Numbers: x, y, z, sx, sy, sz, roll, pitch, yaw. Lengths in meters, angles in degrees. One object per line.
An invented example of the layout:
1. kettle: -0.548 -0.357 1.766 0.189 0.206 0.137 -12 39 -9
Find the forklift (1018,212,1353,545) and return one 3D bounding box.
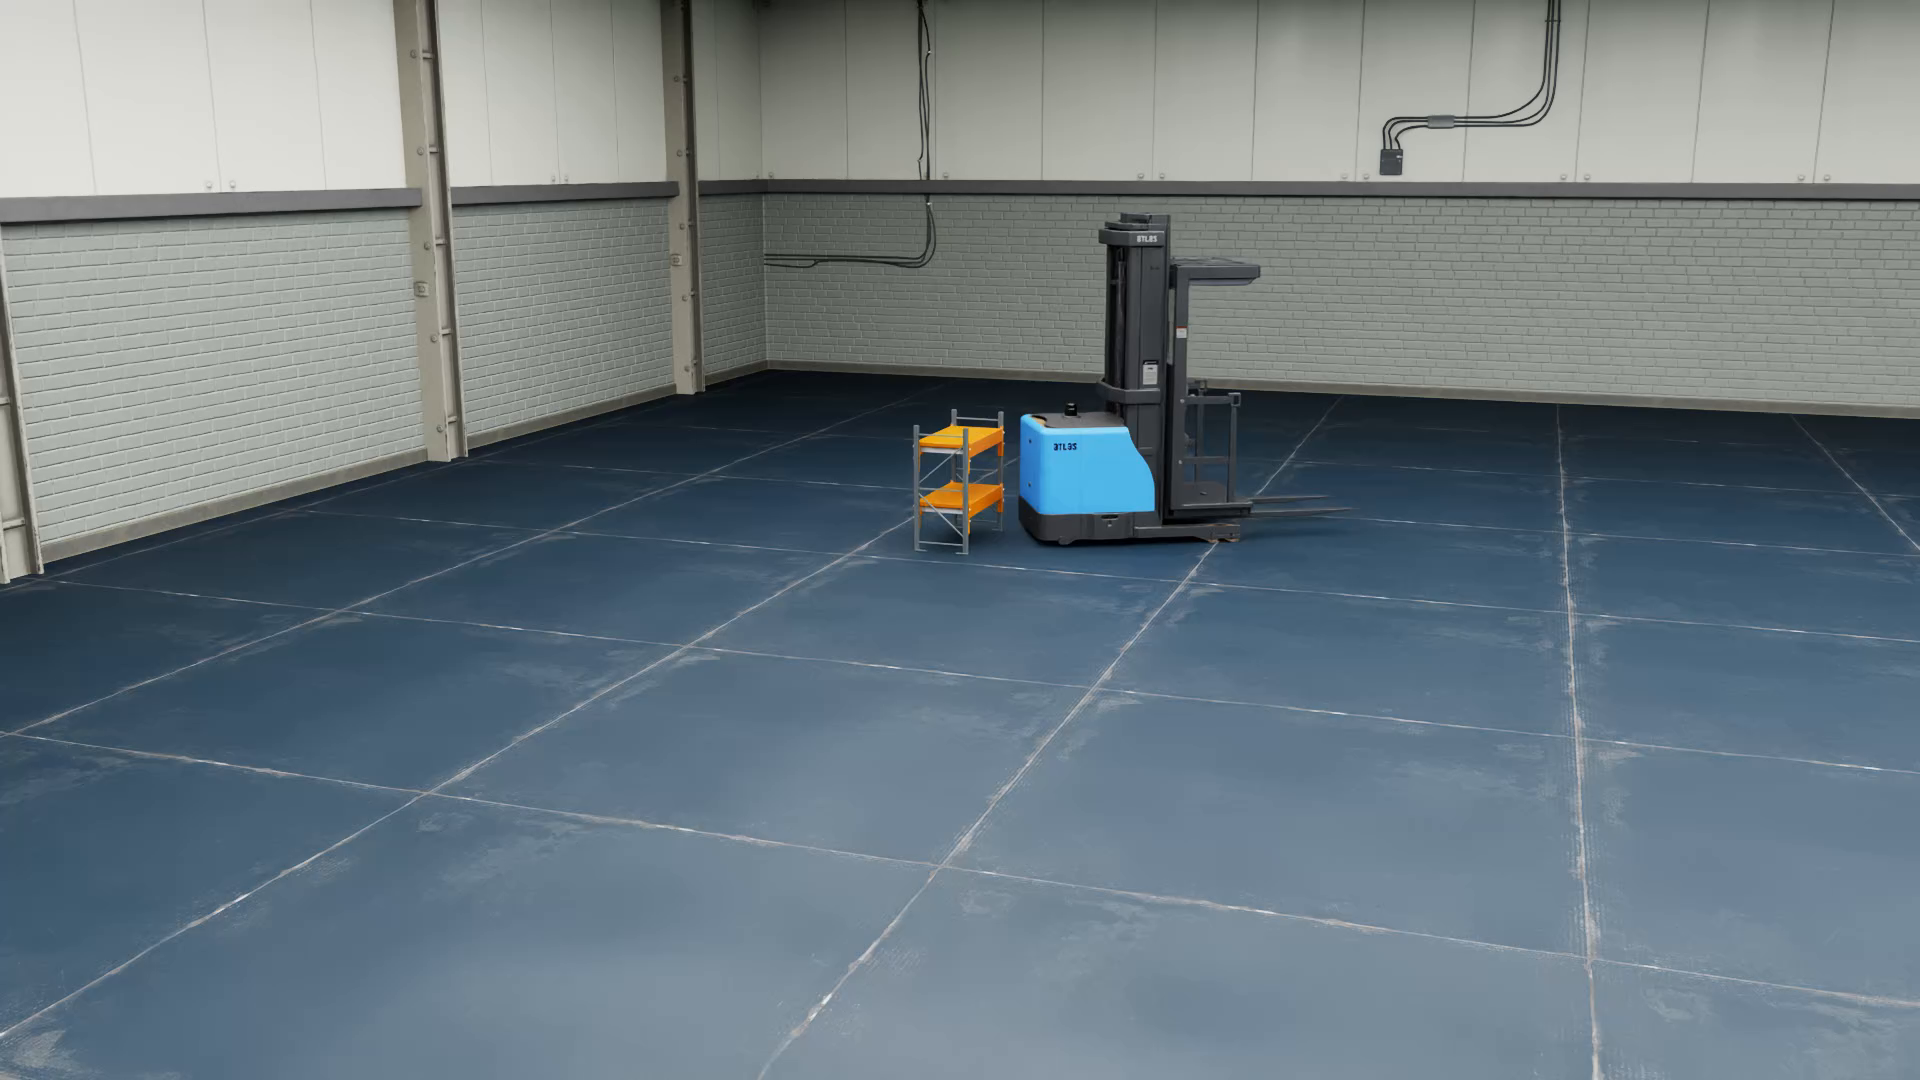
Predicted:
1. forklift: 2.118 -1.518 15.313 3.031 2.935 1.130 -2 13 -9

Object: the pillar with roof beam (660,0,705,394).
1. pillar with roof beam: 0.019 -6.297 22.617 9.100 9.000 0.400 4 14 18

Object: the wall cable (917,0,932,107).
1. wall cable: 0.710 -7.886 25.205 3.097 2.526 0.112 4 14 18

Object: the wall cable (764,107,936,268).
1. wall cable: -1.850 -5.618 26.621 3.097 2.526 0.112 4 14 18

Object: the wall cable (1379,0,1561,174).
1. wall cable: 7.128 -8.103 22.887 2.305 6.003 0.169 4 14 18

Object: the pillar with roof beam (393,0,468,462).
1. pillar with roof beam: -1.922 -5.034 17.082 9.100 9.000 0.400 4 14 18

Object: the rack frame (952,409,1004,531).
1. rack frame: 0.162 -0.654 15.588 0.500 1.125 0.032 4 14 18

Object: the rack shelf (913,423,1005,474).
1. rack shelf: -0.002 -0.832 15.053 0.538 0.278 1.000 4 14 18

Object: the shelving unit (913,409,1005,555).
1. shelving unit: -0.002 -0.547 15.119 0.538 1.125 1.048 4 14 18

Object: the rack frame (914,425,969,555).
1. rack frame: -0.167 -0.440 14.650 0.500 1.125 0.032 4 14 18

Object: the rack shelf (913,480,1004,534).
1. rack shelf: -0.002 -0.309 15.173 0.538 0.278 1.000 4 14 18

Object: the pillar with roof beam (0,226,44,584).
1. pillar with roof beam: -3.864 -3.770 11.547 9.100 9.000 0.400 4 14 18
